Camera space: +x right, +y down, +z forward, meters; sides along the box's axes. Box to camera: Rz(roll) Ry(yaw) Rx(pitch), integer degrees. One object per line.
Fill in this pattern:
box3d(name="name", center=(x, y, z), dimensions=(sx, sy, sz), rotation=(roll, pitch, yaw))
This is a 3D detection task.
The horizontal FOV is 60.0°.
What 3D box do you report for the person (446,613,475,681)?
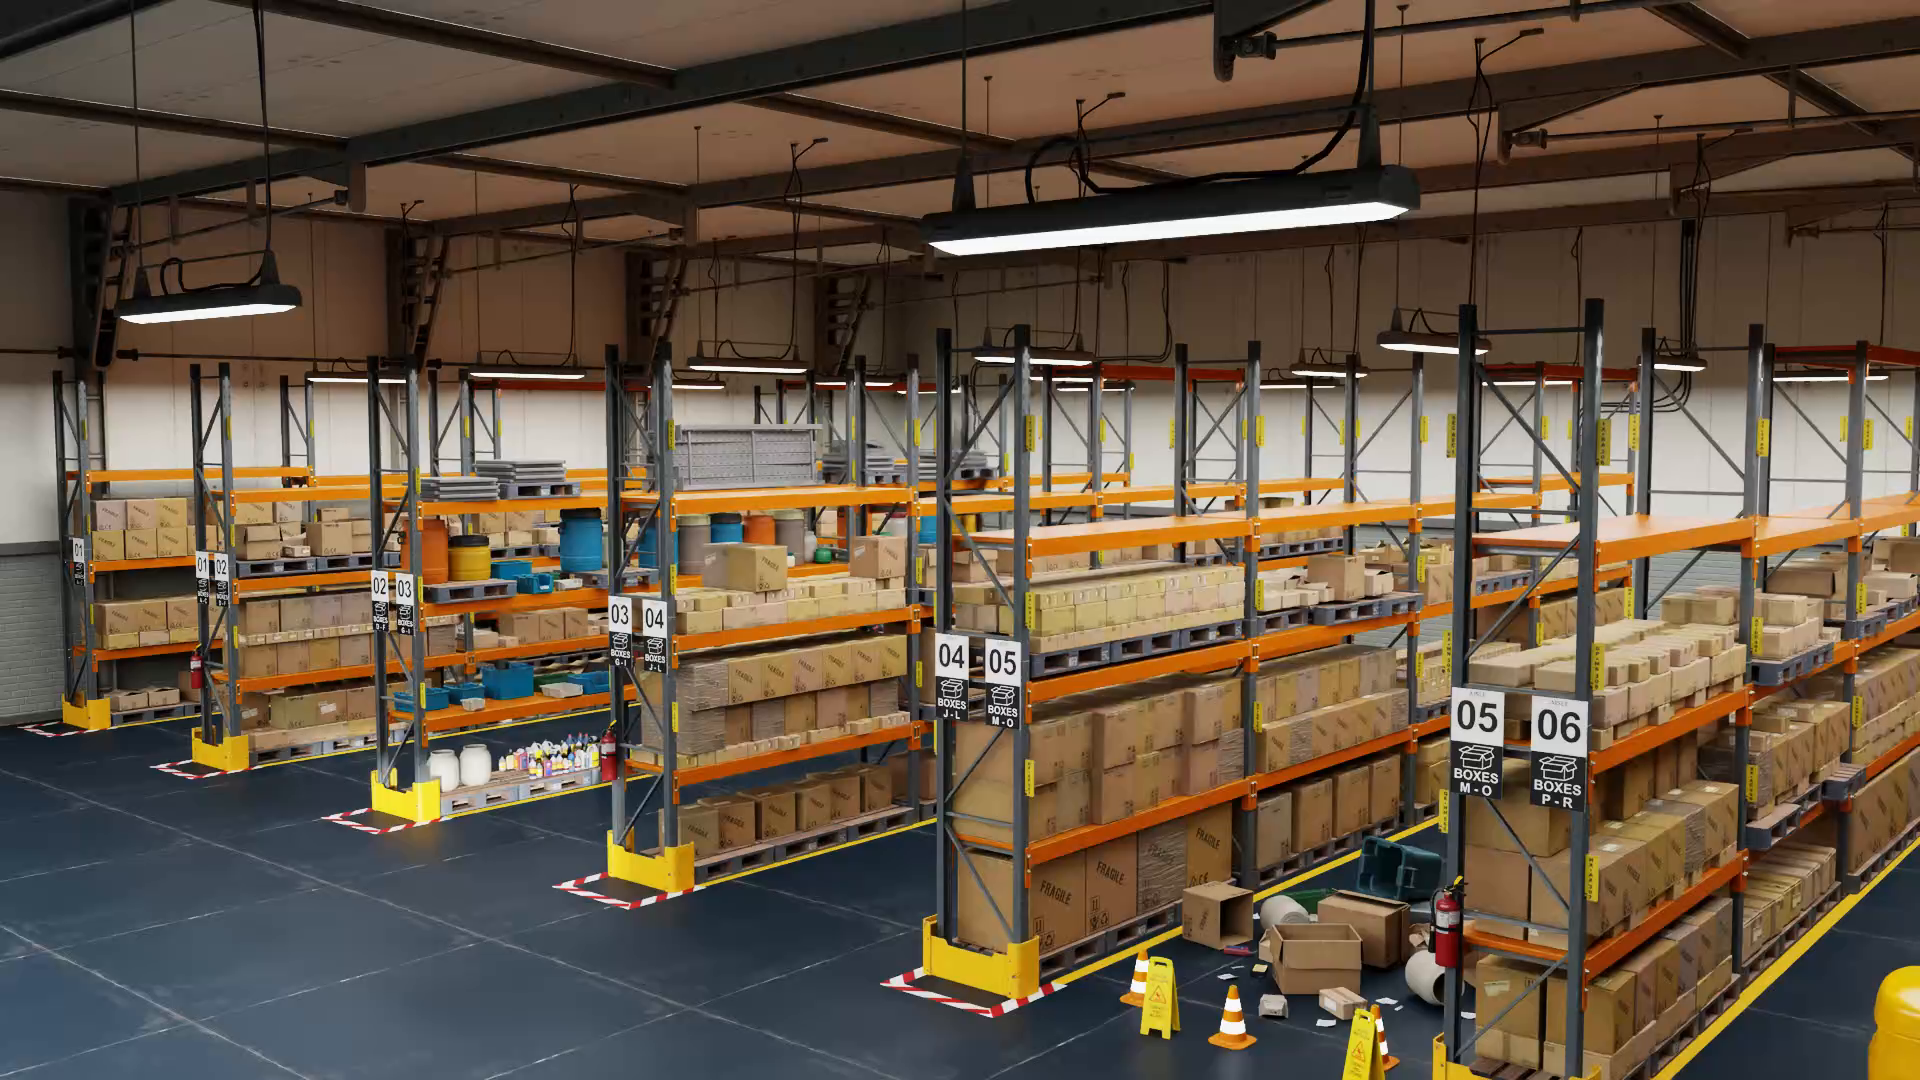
box3d(name="person", center=(-9.046, 2.136, 29.843), dimensions=(0.640, 1.836, 0.727), rotation=(4, 5, 41))
